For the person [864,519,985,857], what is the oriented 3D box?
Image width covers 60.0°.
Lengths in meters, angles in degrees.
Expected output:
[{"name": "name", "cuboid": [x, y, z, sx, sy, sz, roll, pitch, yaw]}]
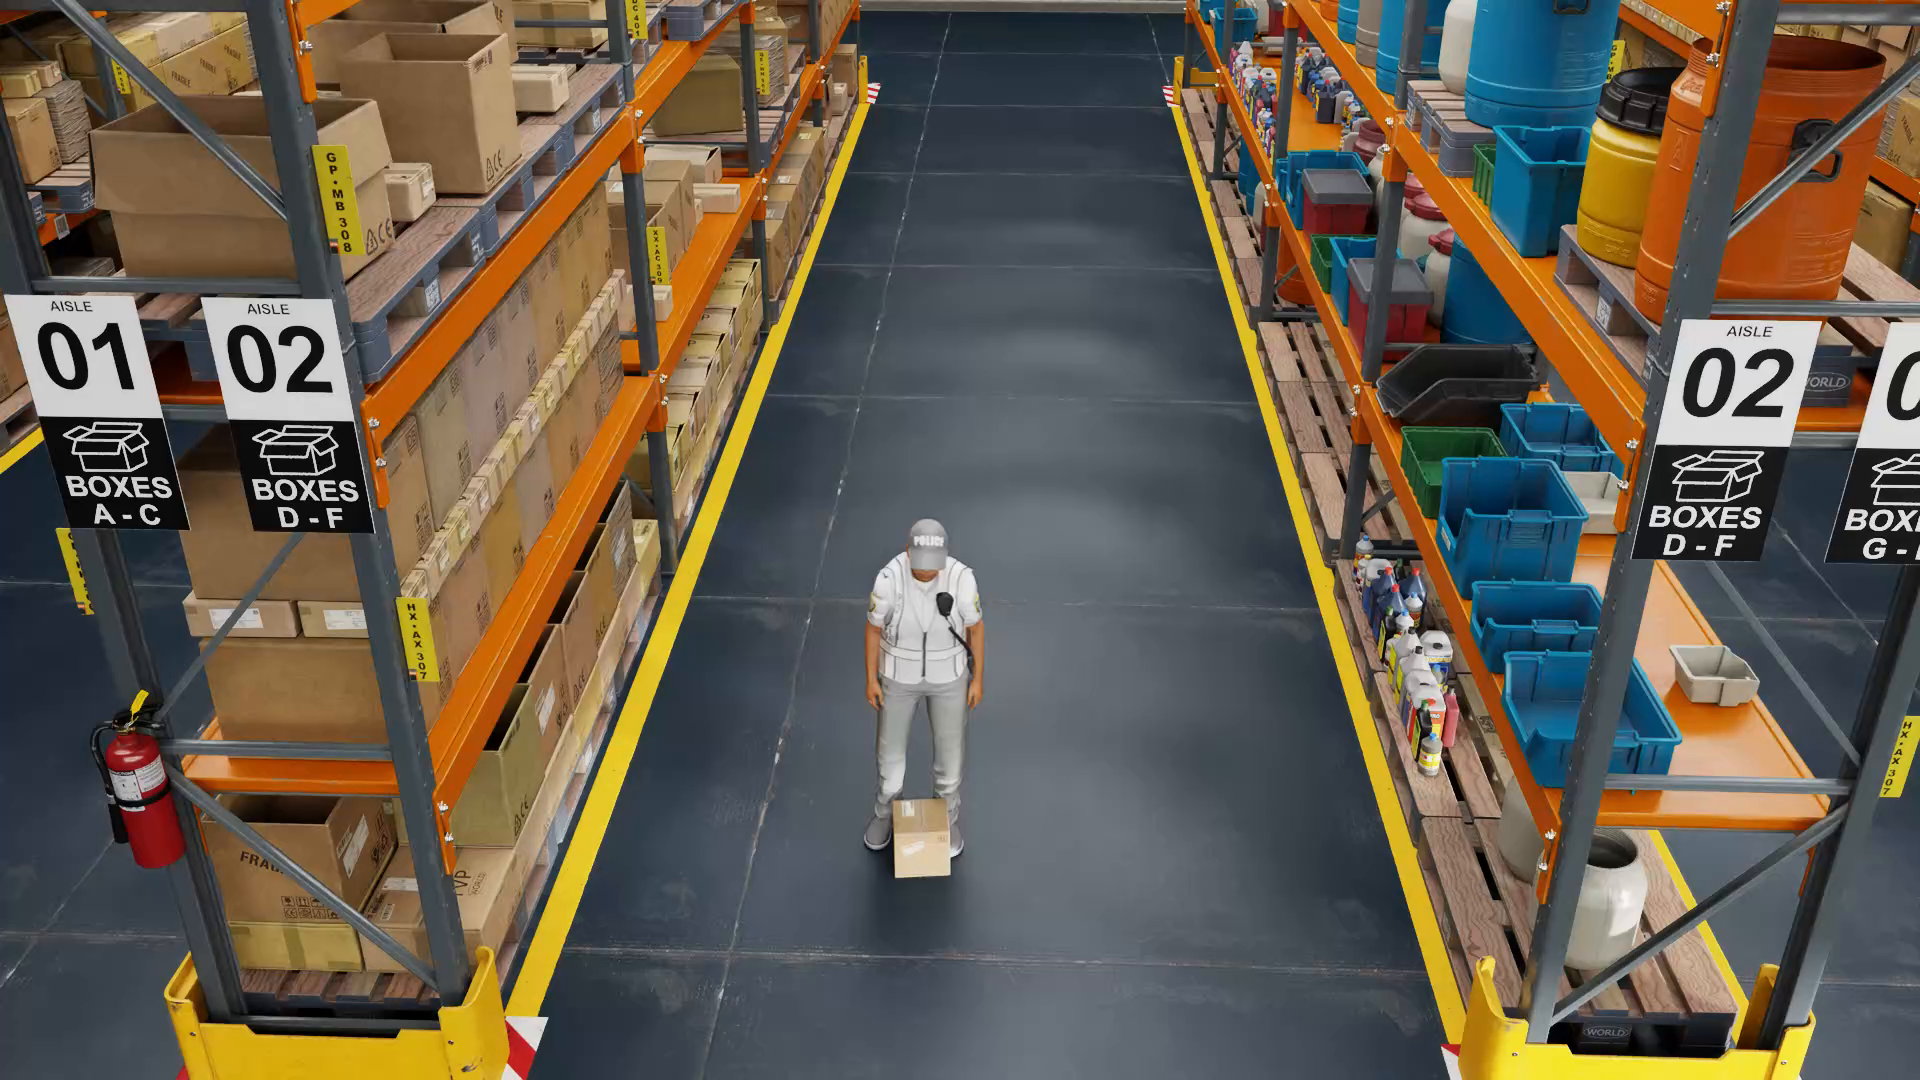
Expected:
[{"name": "person", "cuboid": [-0.169, 0.631, 7.434, 0.557, 1.667, 0.468, 0, 28, -1]}]
